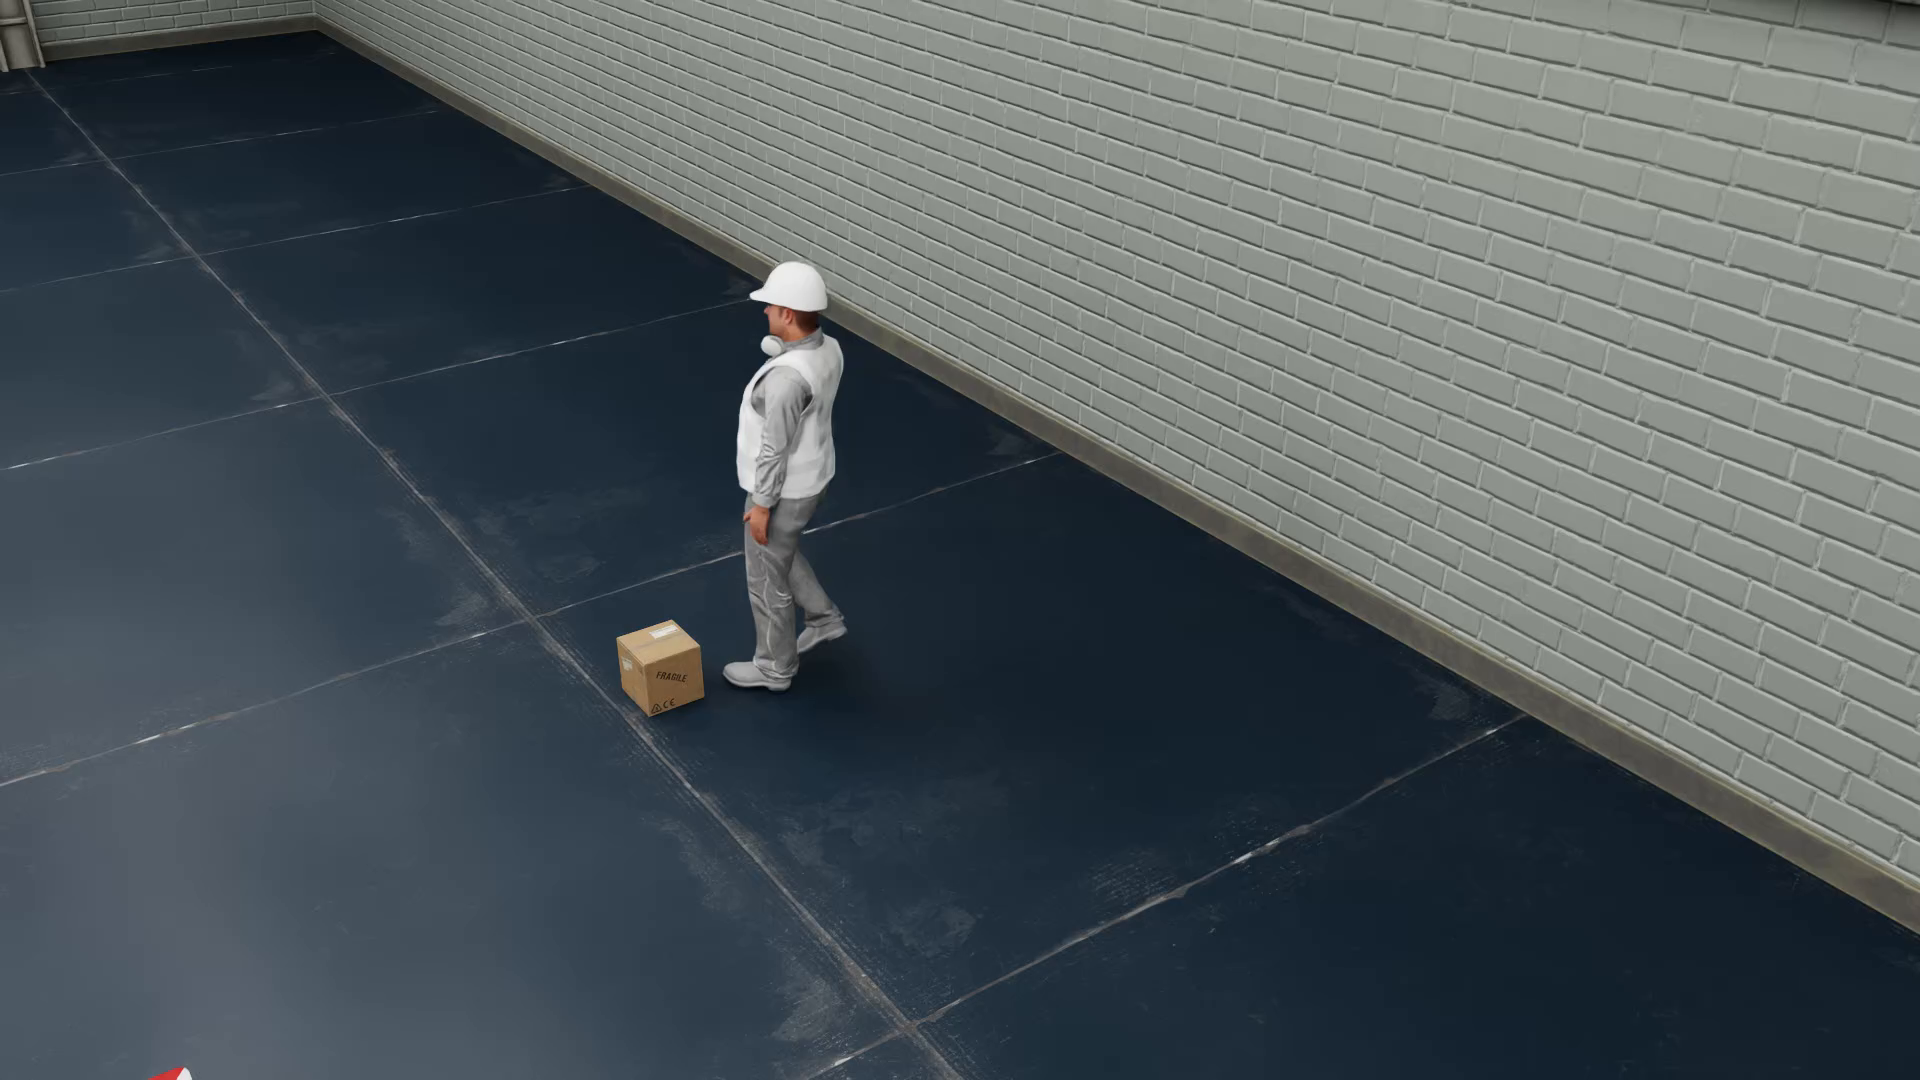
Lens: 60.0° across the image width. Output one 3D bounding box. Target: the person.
[{"bbox_3d":[-0.719,-0.233,6.521,0.490,1.764,0.565,6,29,12],"label":"person"}]
